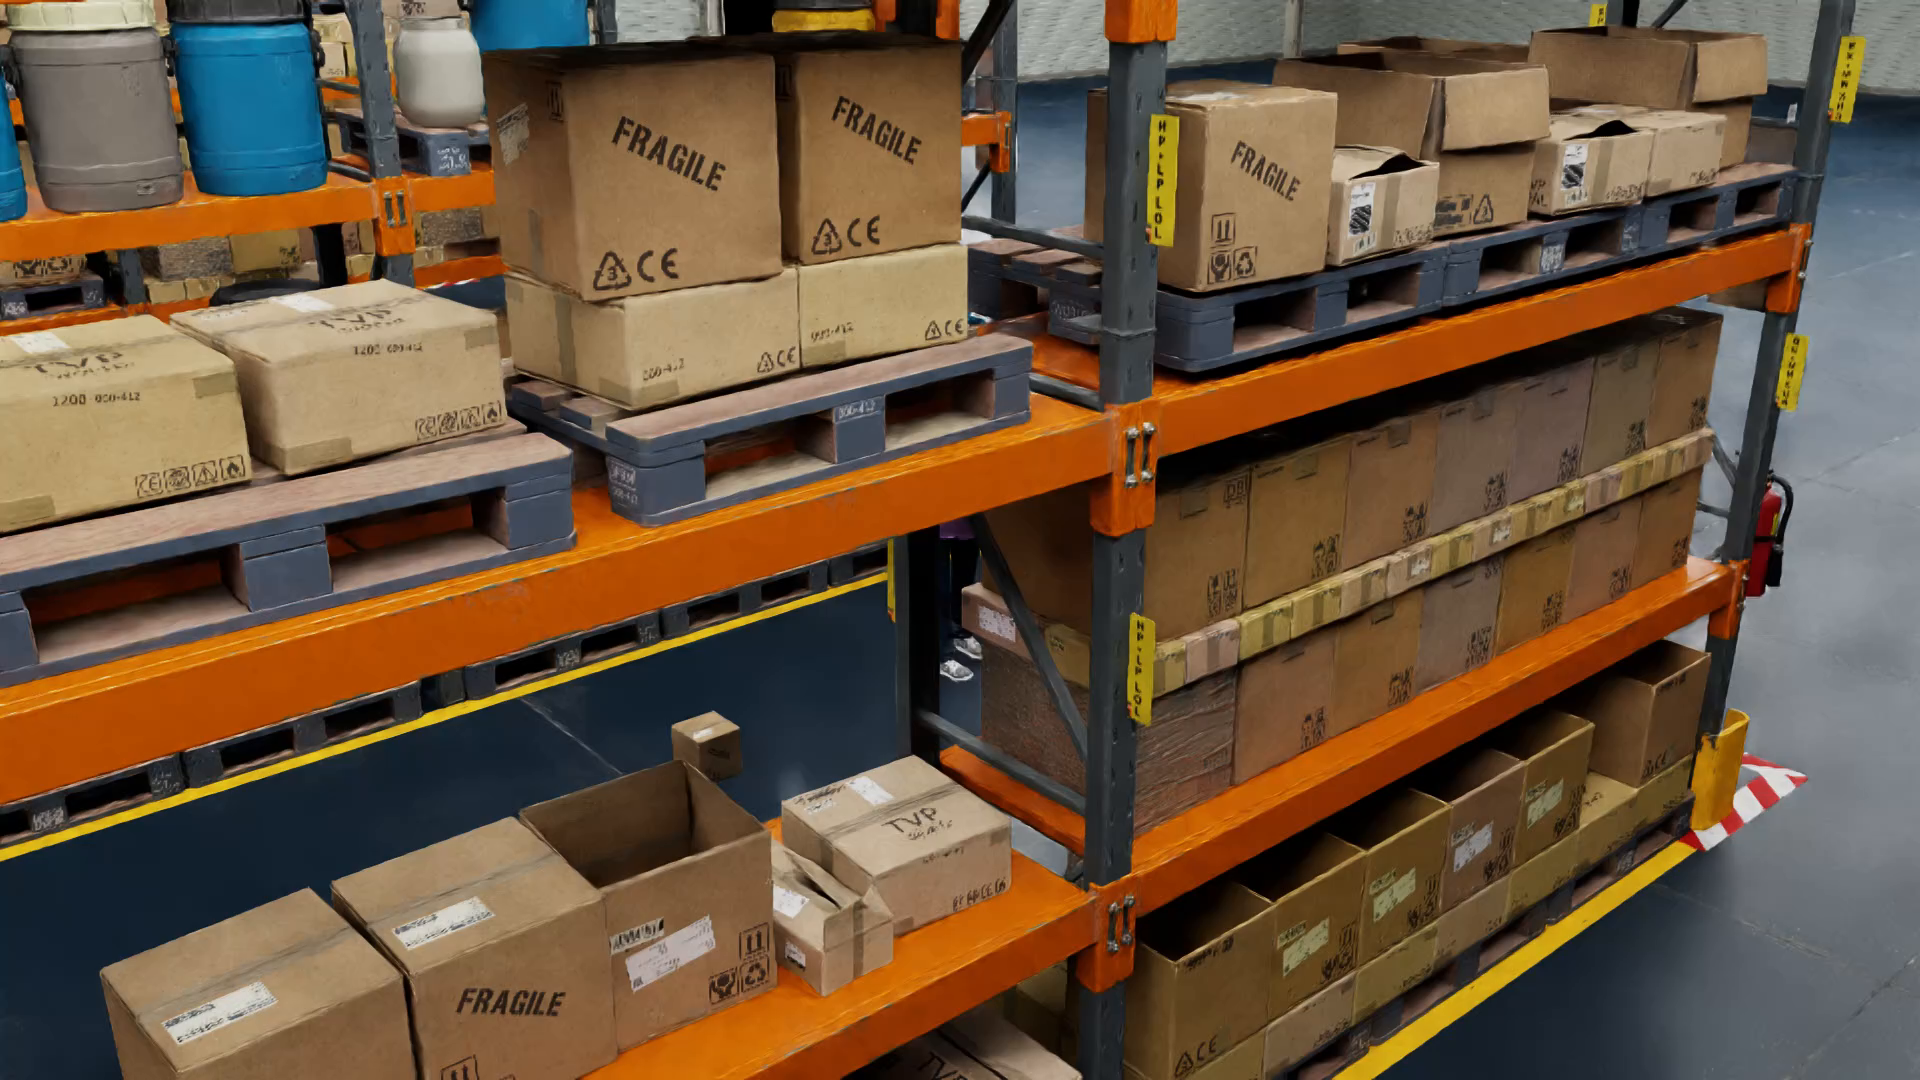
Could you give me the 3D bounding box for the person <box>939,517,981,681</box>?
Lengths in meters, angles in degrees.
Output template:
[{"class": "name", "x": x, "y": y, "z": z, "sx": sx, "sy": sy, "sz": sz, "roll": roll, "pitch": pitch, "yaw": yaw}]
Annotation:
[{"class": "person", "x": -0.050, "y": -0.023, "z": 9.133, "sx": 0.524, "sy": 1.592, "sz": 0.545, "roll": -6, "pitch": 22, "yaw": -15}]
